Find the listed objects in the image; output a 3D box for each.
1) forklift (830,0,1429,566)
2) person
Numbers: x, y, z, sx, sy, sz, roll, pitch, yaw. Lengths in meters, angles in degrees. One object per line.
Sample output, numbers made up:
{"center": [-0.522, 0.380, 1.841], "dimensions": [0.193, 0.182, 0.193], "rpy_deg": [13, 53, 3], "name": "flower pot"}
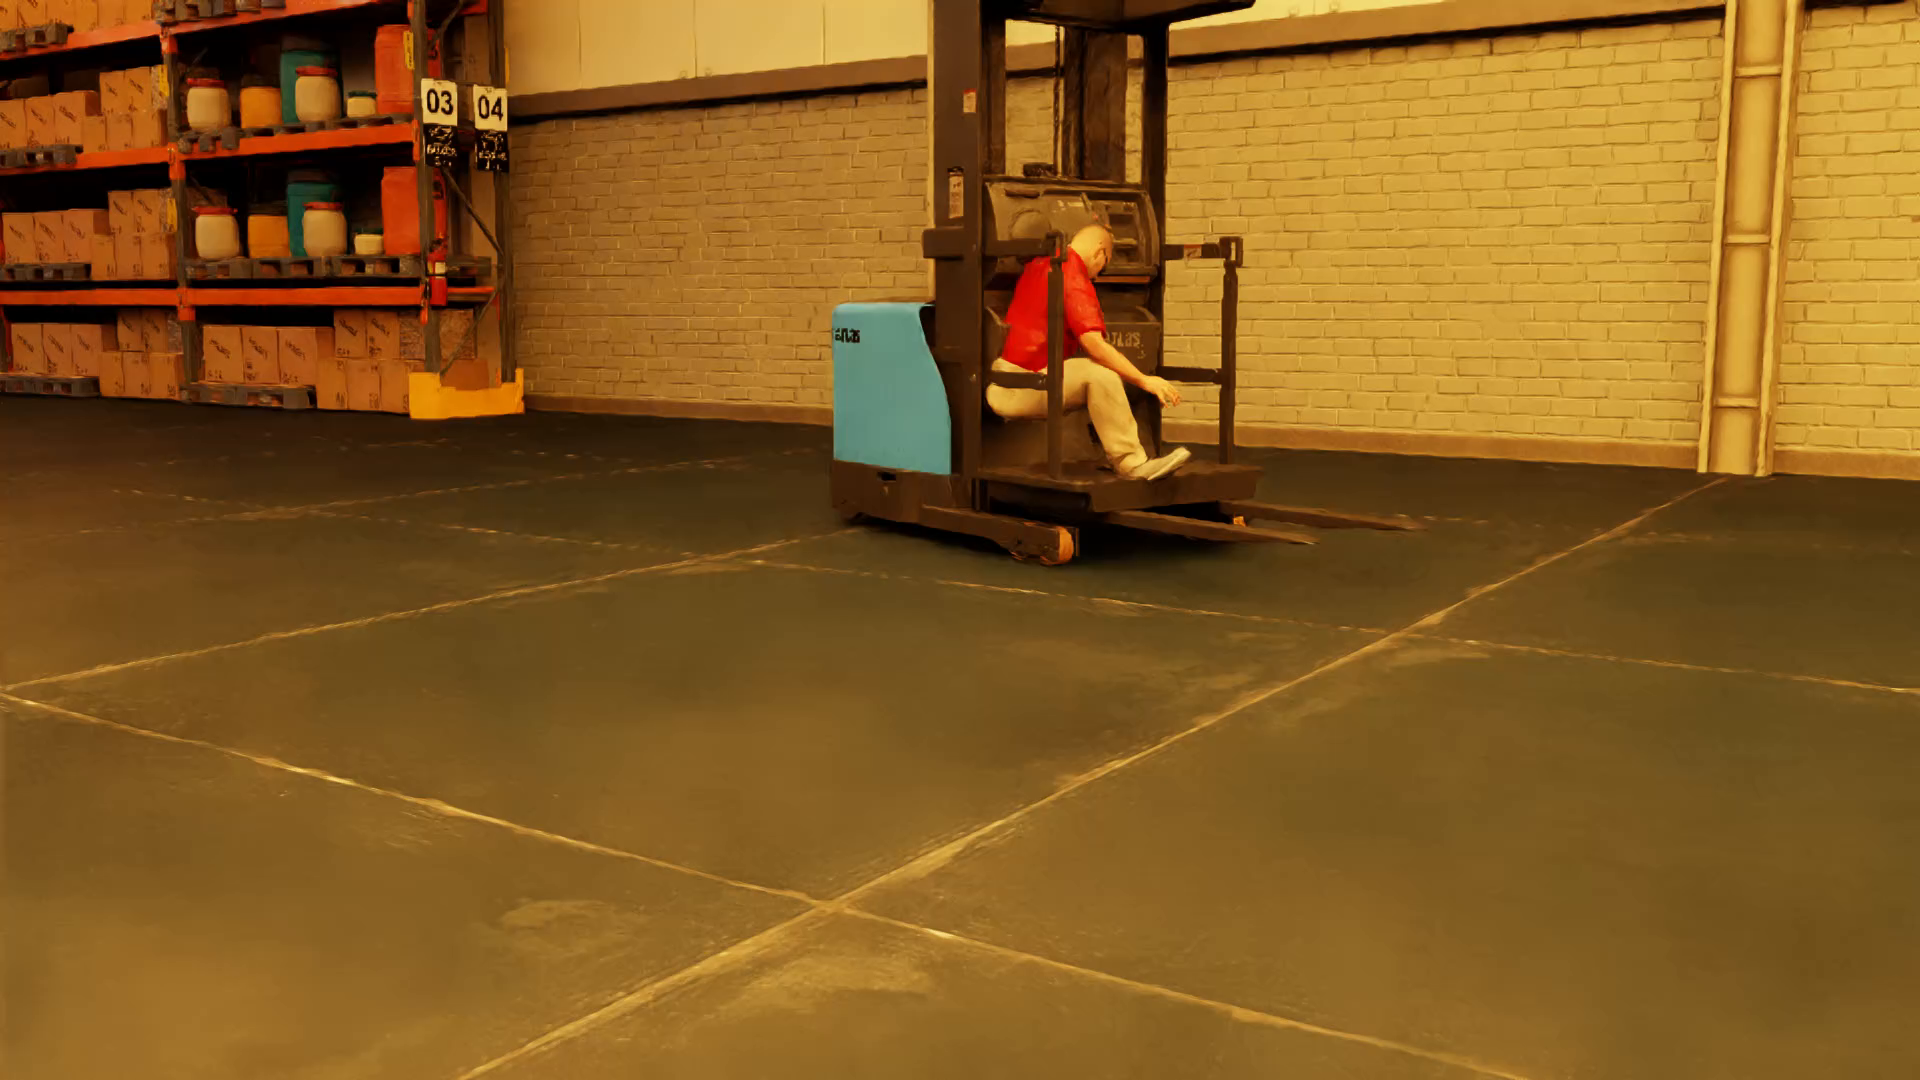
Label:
{"center": [0.631, -1.421, 7.187], "dimensions": [1.130, 2.935, 3.031], "rpy_deg": [-6, 10, -36], "name": "forklift"}
{"center": [0.439, -0.678, 7.330], "dimensions": [0.808, 1.390, 1.338], "rpy_deg": [-2, 8, -13], "name": "person"}
